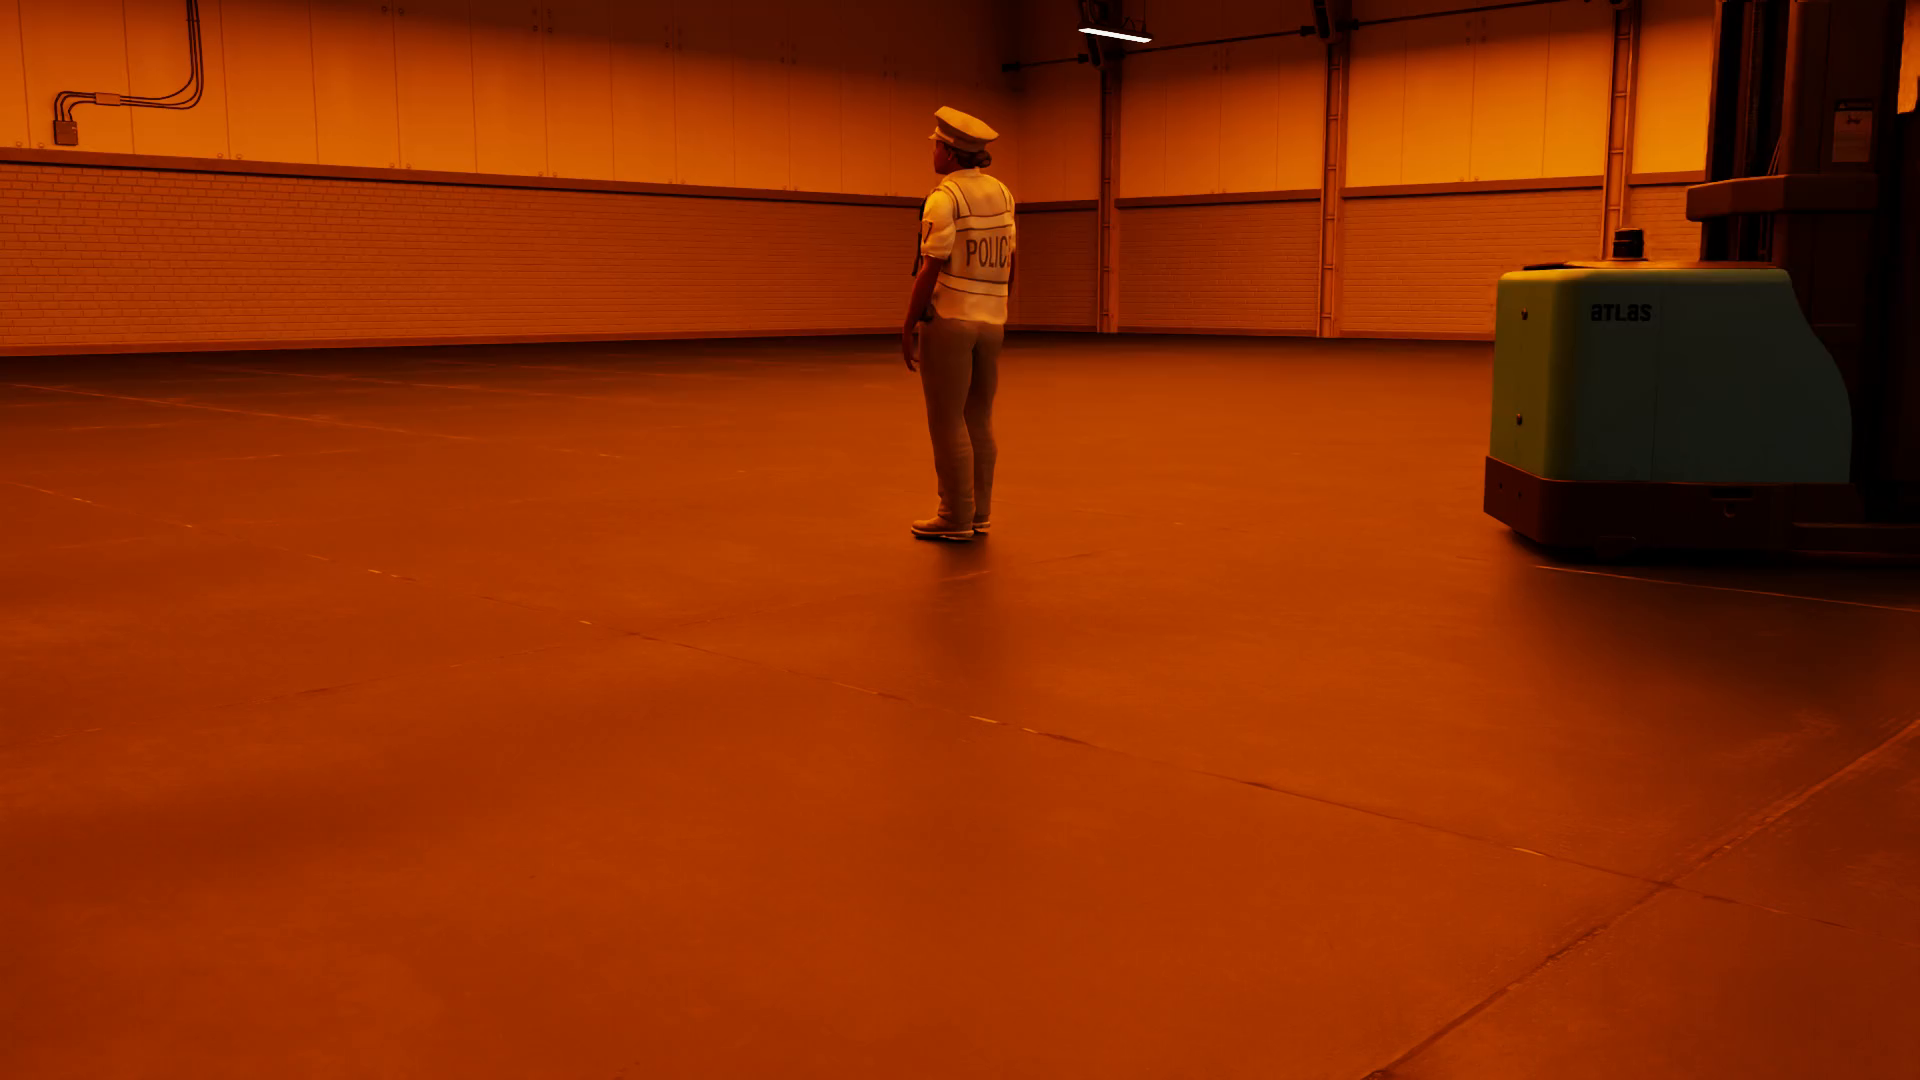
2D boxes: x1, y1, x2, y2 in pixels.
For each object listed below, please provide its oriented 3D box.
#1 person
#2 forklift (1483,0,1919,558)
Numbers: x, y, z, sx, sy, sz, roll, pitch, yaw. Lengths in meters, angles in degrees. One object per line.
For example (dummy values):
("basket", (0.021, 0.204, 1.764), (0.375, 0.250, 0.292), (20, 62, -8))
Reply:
("person", (-0.040, -0.855, 6.655), (0.530, 1.695, 0.570), (8, 12, 43))
("forklift", (3.687, -1.415, 6.274), (3.031, 2.935, 1.130), (1, 9, 4))
